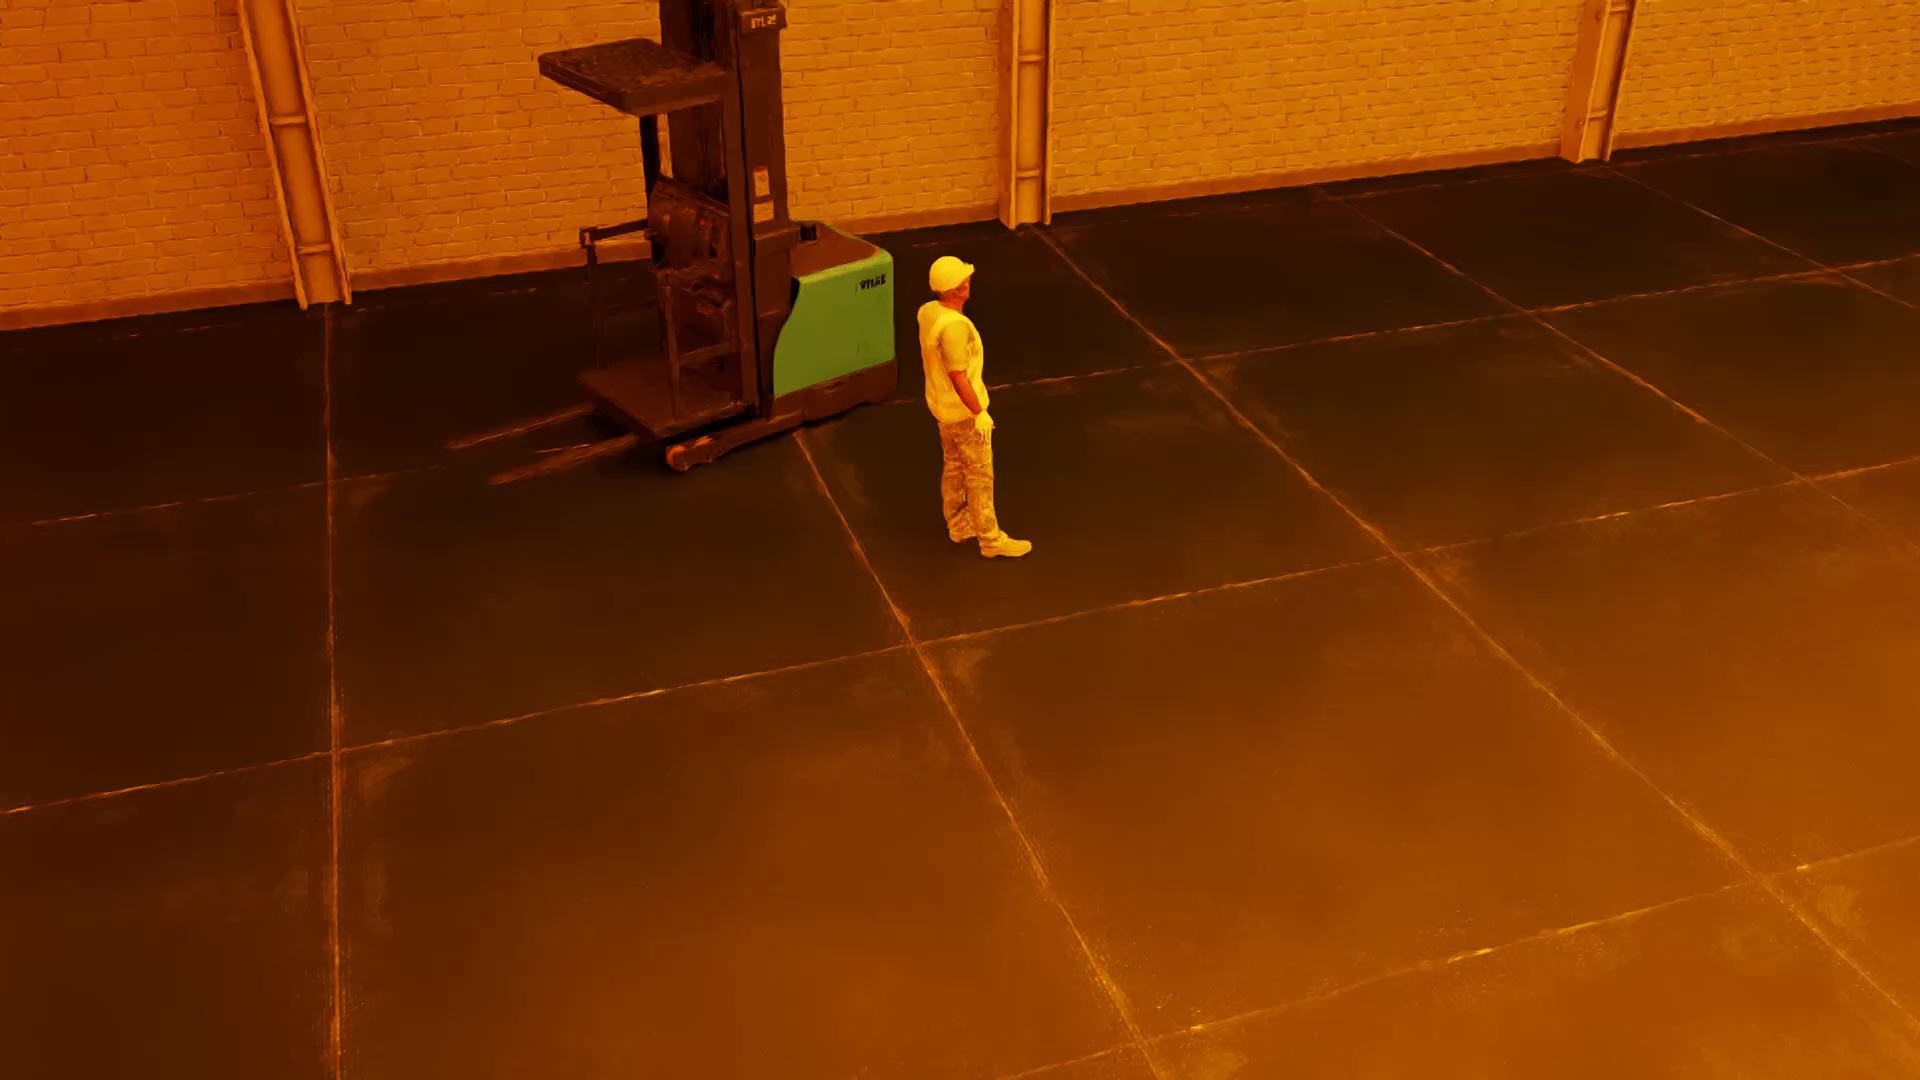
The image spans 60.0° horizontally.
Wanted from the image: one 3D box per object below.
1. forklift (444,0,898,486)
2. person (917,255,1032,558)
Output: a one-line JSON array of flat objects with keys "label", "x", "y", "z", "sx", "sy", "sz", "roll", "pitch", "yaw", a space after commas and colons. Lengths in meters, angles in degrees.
[{"label": "forklift", "x": -1.907, "y": -2.013, "z": 10.585, "sx": 3.031, "sy": 2.935, "sz": 1.130, "roll": -22, "pitch": 36, "yaw": -33}, {"label": "person", "x": 0.071, "y": -0.786, "z": 9.591, "sx": 0.576, "sy": 1.782, "sz": 0.655, "roll": -10, "pitch": 31, "yaw": -16}]
